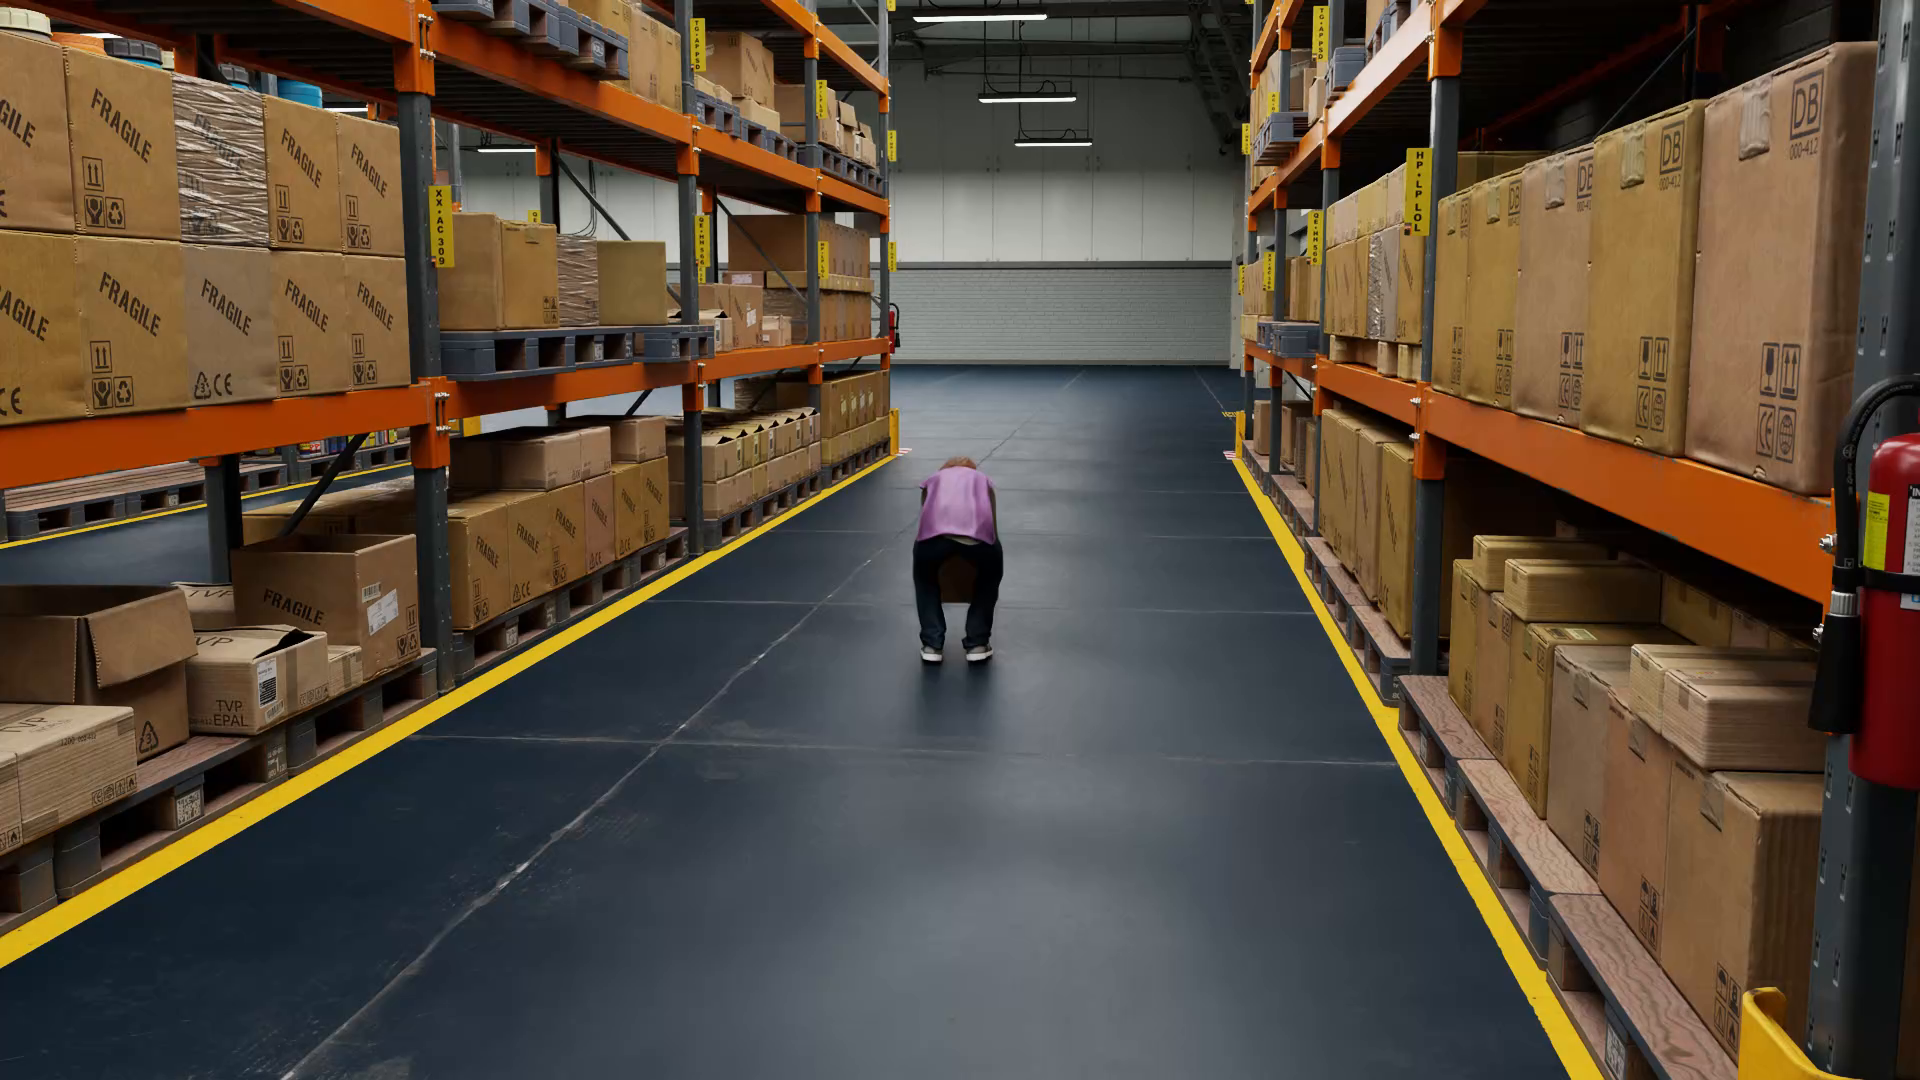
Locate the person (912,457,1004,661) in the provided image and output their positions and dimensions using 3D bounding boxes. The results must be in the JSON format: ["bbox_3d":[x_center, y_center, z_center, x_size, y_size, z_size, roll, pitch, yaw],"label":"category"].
[{"bbox_3d":[-0.009,0.089,7.746,0.428,0.904,0.853,1,8,4],"label":"person"}]
